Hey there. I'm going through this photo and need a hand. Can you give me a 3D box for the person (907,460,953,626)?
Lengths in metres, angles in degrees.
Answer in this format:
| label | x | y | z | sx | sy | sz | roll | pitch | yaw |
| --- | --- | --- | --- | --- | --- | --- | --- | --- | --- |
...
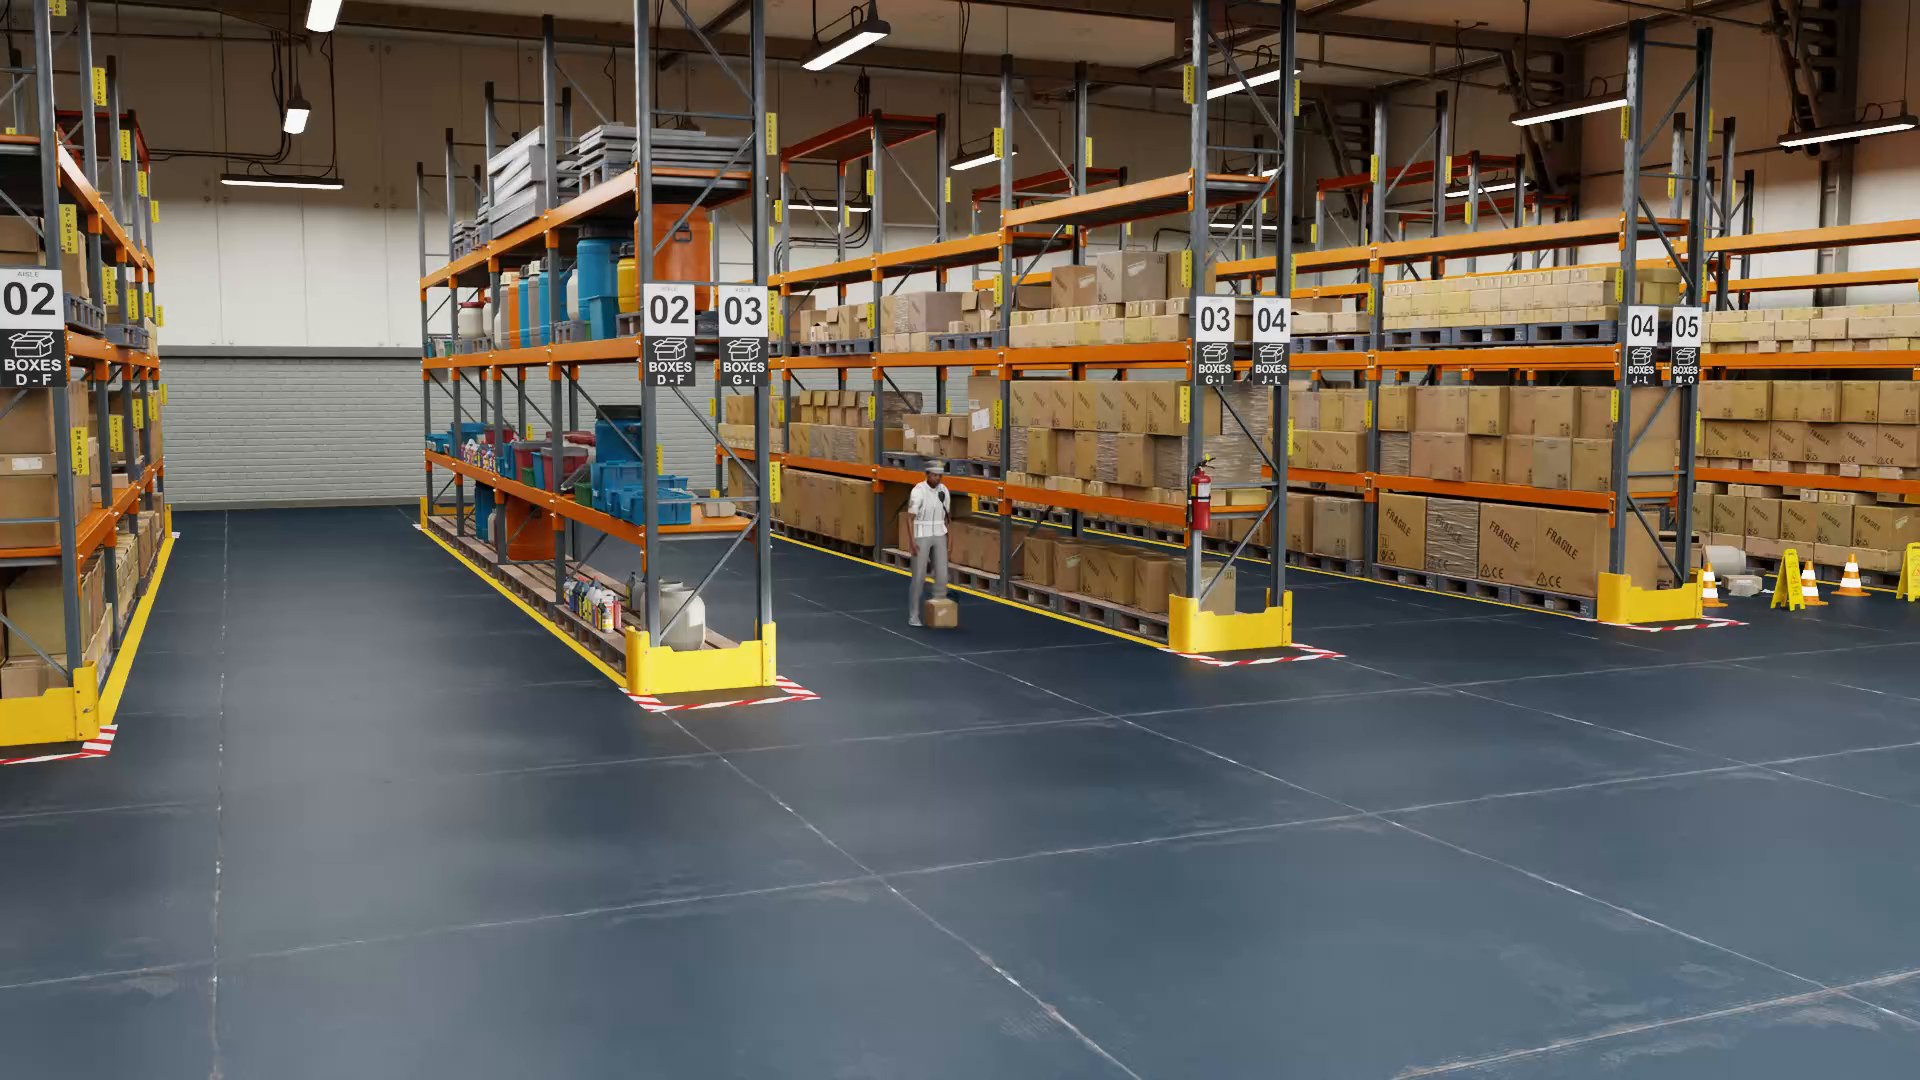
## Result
| label | x | y | z | sx | sy | sz | roll | pitch | yaw |
| --- | --- | --- | --- | --- | --- | --- | --- | --- | --- |
| person | -0.300 | 0.024 | 16.749 | 0.503 | 1.661 | 0.424 | -3 | 6 | -26 |
